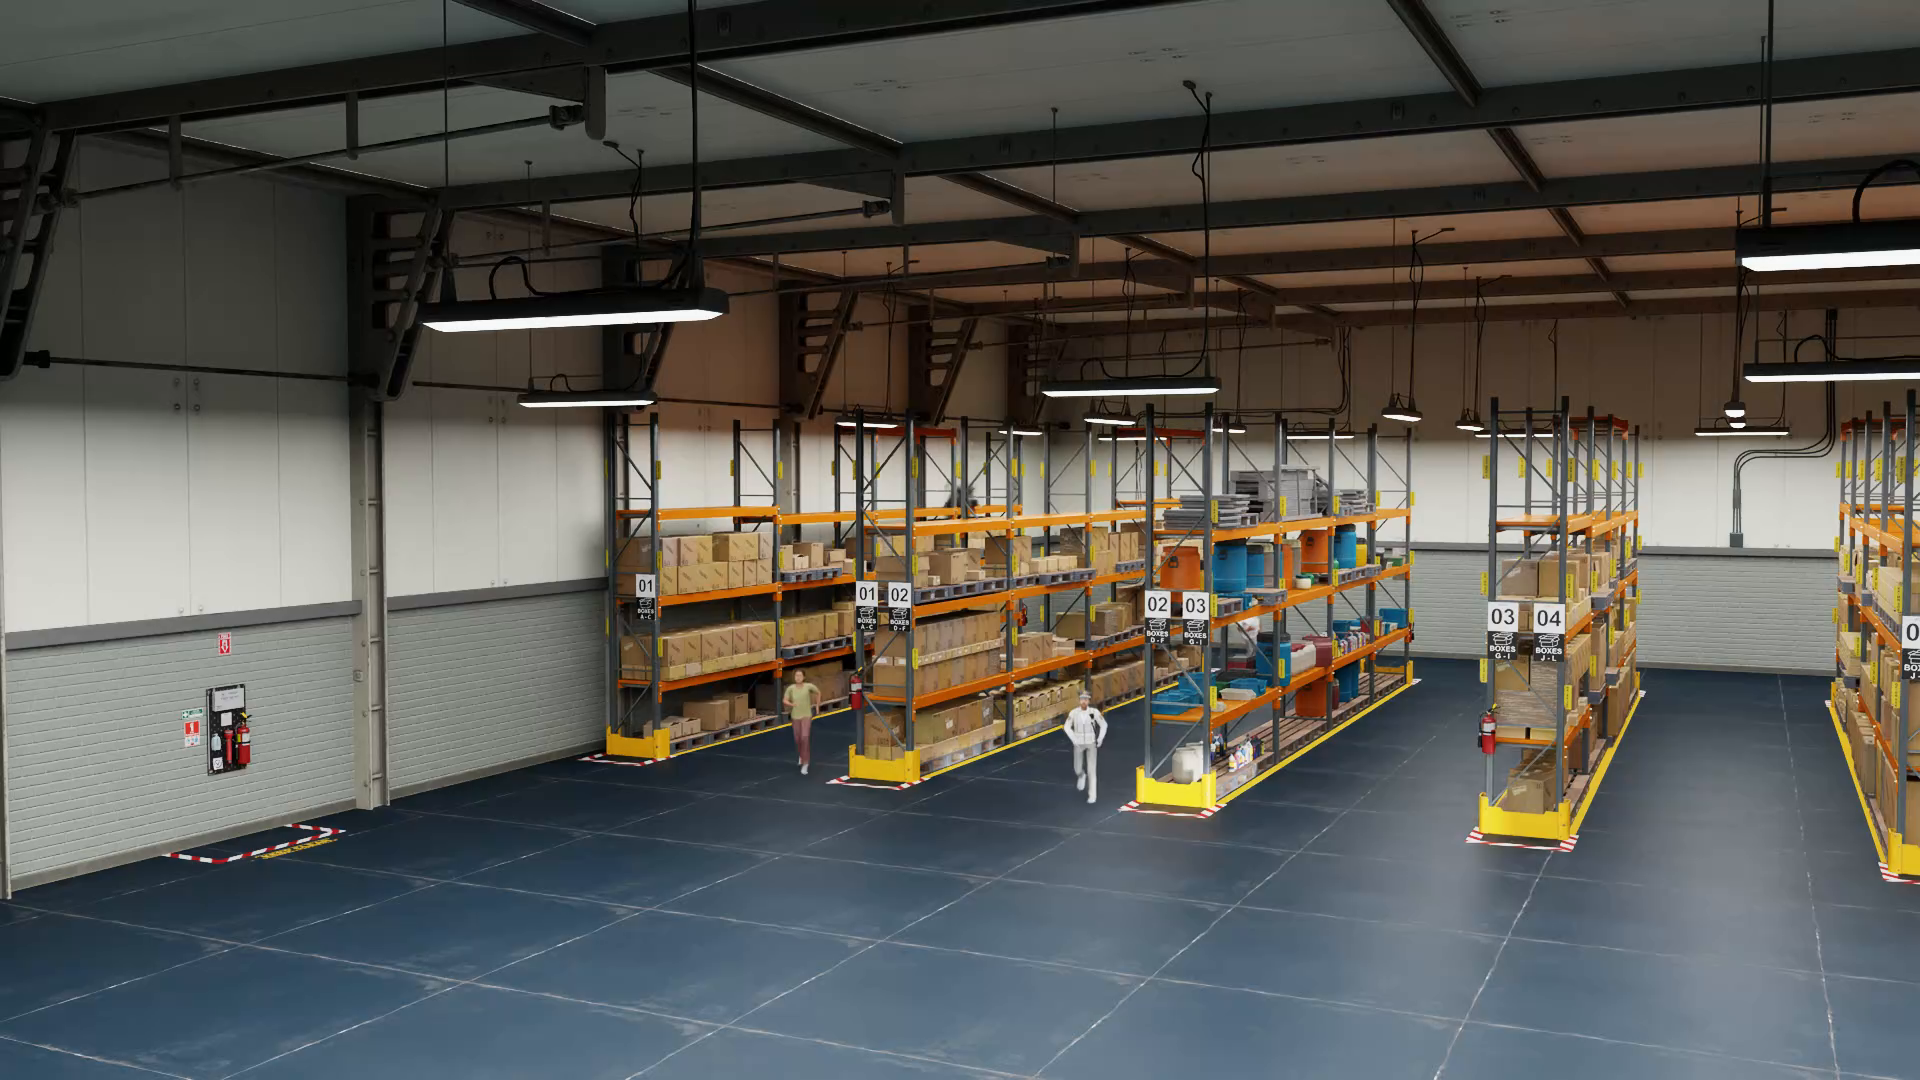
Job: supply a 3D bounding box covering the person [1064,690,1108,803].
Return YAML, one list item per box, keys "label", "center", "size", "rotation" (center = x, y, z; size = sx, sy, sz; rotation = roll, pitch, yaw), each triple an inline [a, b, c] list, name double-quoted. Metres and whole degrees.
- label: "person"
  center: [1.893, 3.125, 25.315]
  size: [0.625, 1.717, 0.694]
  rotation: [0, 2, 8]

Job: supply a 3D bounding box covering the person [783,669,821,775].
- label: "person"
  center: [-2.646, 2.989, 27.704]
  size: [0.600, 1.707, 0.872]
  rotation: [0, 2, 7]

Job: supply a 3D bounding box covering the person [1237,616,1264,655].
- label: "person"
  center: [7.112, 2.409, 40.744]
  size: [0.699, 1.770, 0.886]
  rotation: [0, 2, -10]
